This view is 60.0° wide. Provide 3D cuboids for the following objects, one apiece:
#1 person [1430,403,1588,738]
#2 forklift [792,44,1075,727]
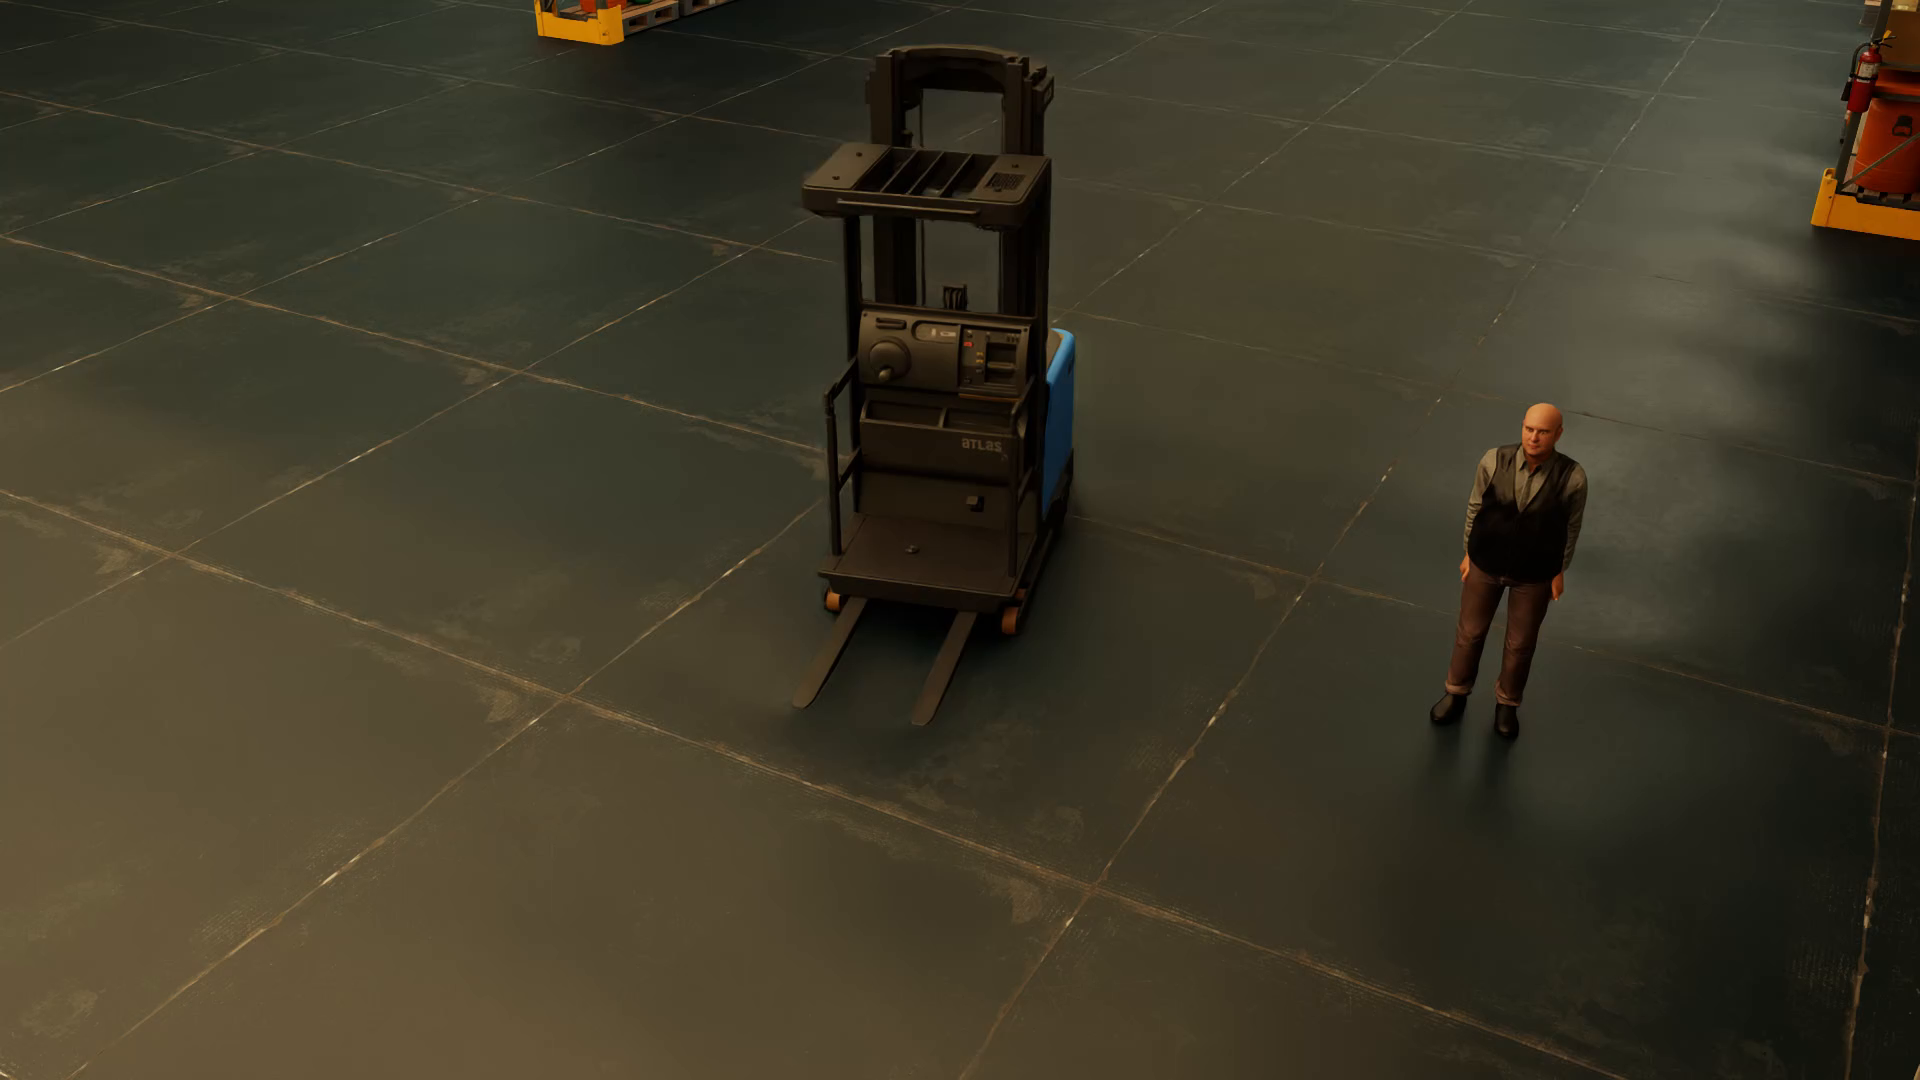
[{"bbox_3d":[2.670,0.146,8.028,0.525,1.724,0.375,13,32,21],"label":"person"},{"bbox_3d":[-0.137,-0.955,8.726,1.130,2.935,3.031,7,31,12],"label":"forklift"}]
